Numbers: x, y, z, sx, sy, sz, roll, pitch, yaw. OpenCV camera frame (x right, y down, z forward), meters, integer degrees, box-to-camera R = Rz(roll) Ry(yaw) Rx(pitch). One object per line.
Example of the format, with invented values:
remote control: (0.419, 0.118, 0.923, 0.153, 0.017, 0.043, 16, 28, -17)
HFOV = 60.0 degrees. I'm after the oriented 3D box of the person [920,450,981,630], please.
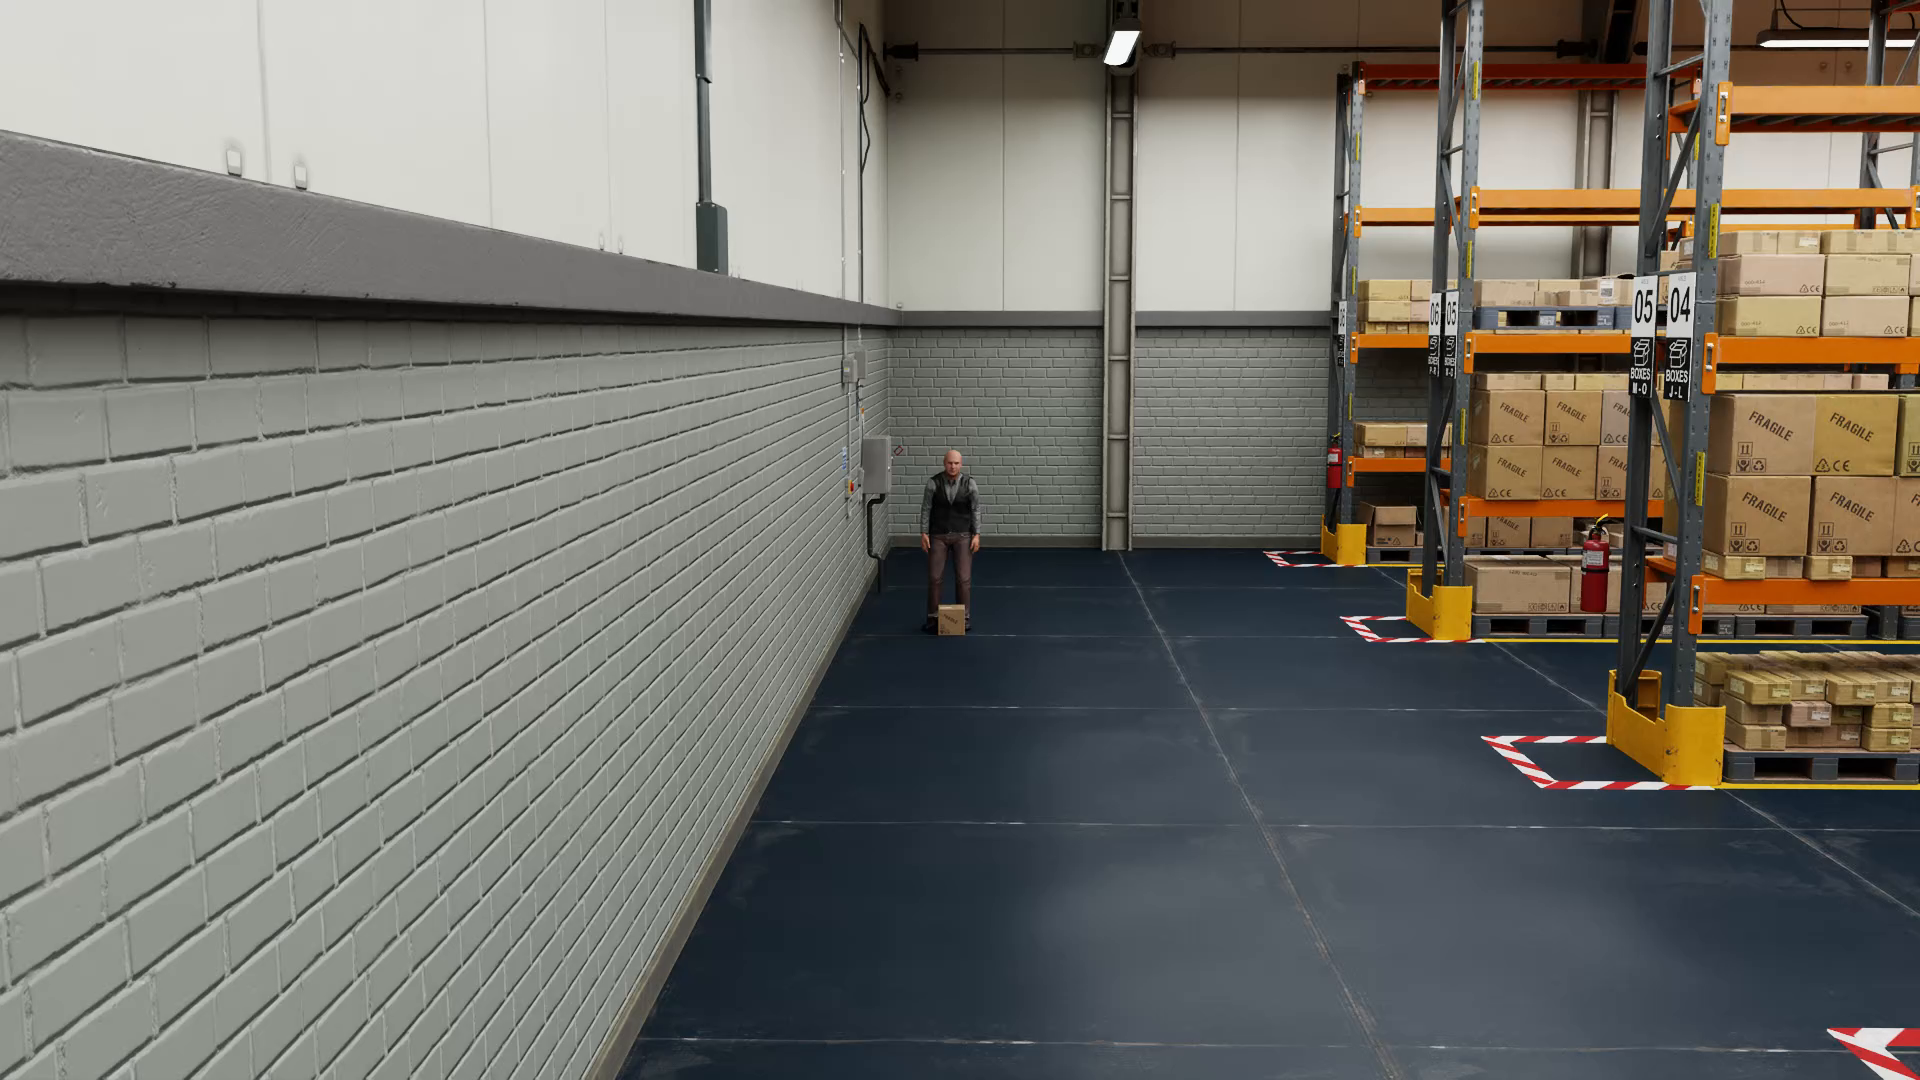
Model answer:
person: (-0.091, -0.008, 15.930, 0.581, 1.720, 0.420, 0, 7, -1)
